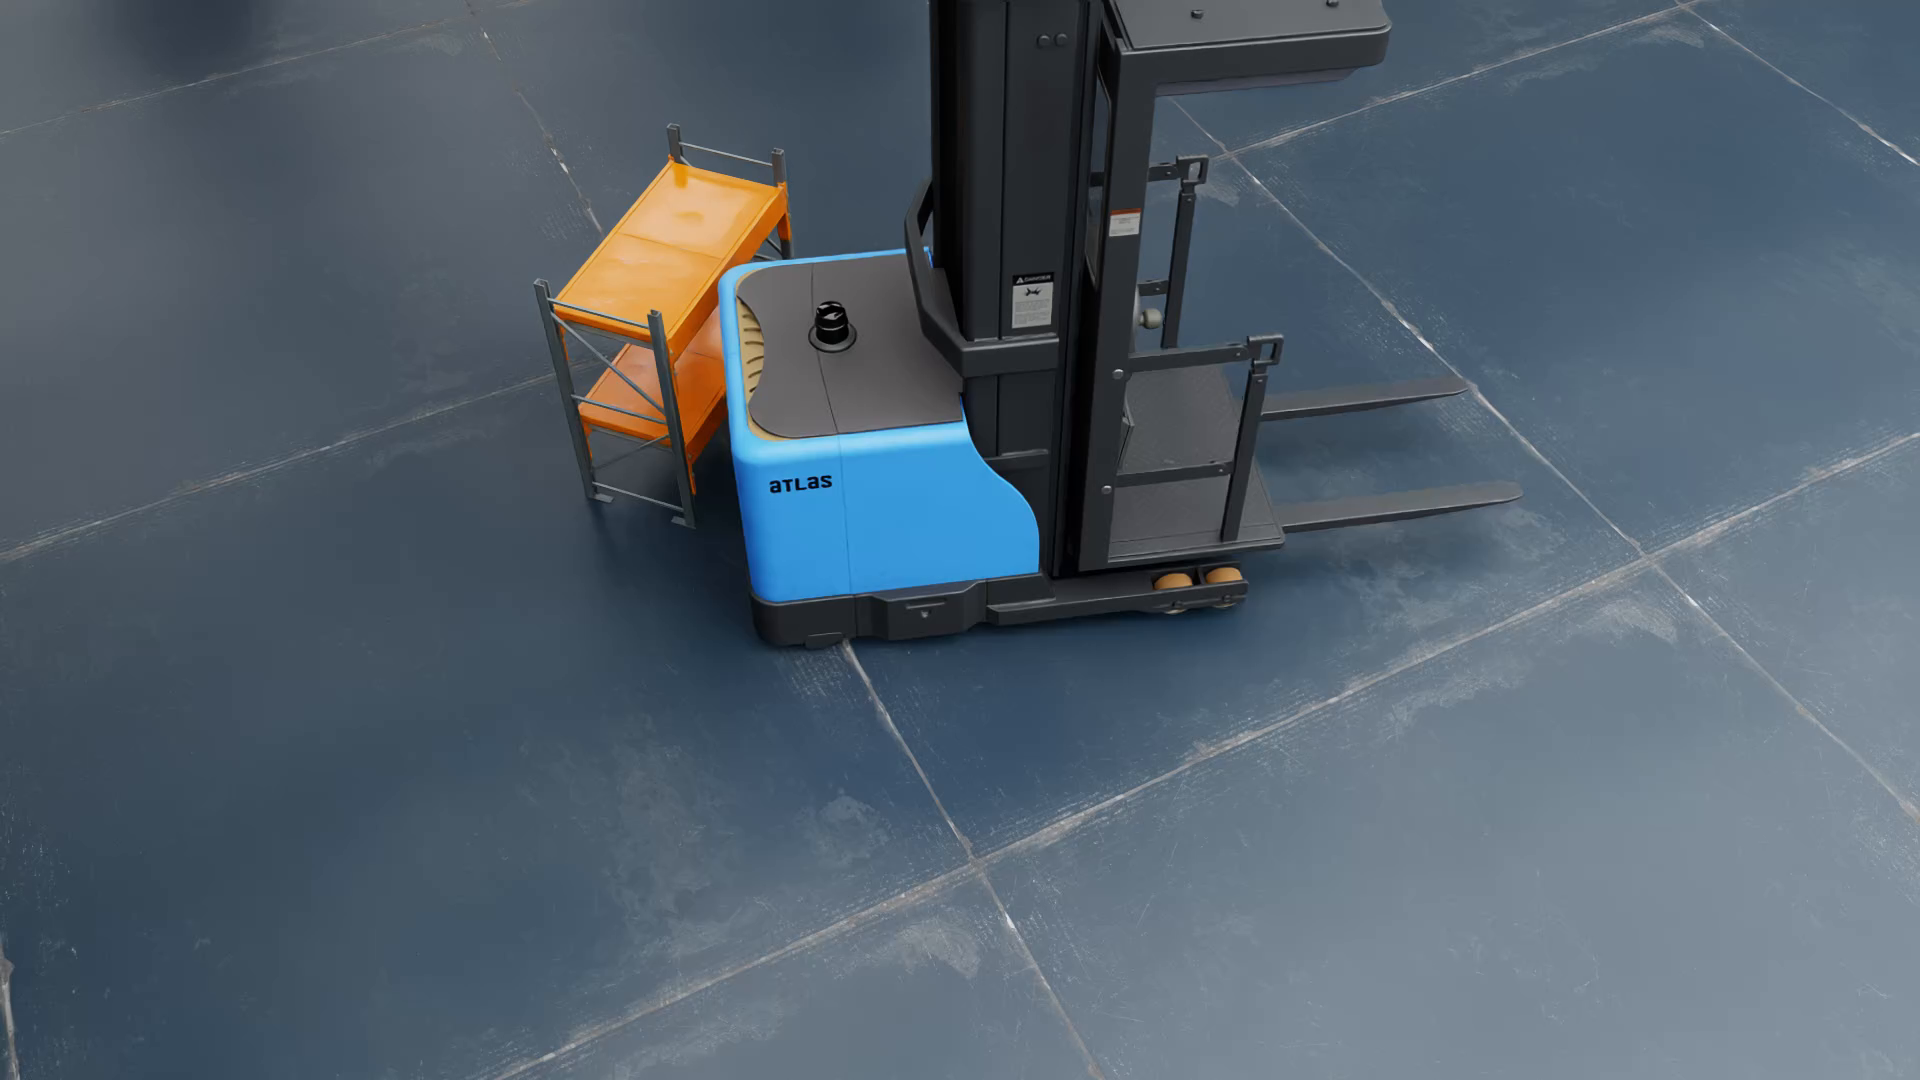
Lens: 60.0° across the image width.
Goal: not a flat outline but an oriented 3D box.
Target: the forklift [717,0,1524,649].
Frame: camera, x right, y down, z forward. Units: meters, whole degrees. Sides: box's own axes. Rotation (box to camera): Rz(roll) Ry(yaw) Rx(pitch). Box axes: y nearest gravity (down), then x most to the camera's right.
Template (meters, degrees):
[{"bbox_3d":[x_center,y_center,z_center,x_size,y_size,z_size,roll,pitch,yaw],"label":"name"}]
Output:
[{"bbox_3d":[0.660,-1.073,5.634,3.031,2.935,1.130,-6,49,-6],"label":"forklift"}]

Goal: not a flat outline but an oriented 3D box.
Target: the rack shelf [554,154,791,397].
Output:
[{"bbox_3d":[-1.106,-1.040,6.416,0.538,0.278,1.000,16,51,14],"label":"rack shelf"}]

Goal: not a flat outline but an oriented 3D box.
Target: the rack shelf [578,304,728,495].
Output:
[{"bbox_3d":[-1.106,-0.687,6.821,0.538,0.278,1.000,16,51,14],"label":"rack shelf"}]

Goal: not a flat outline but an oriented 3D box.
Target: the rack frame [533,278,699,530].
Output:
[{"bbox_3d":[-1.289,-0.491,6.325,0.500,1.125,0.032,16,51,14],"label":"rack frame"}]

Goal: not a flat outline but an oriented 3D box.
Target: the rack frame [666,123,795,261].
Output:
[{"bbox_3d":[-0.923,-1.205,6.949,0.500,1.125,0.032,16,51,14],"label":"rack frame"}]

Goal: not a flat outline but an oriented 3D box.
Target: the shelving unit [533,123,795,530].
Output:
[{"bbox_3d":[-1.106,-0.848,6.637,0.538,1.125,1.048,16,51,14],"label":"shelving unit"}]
